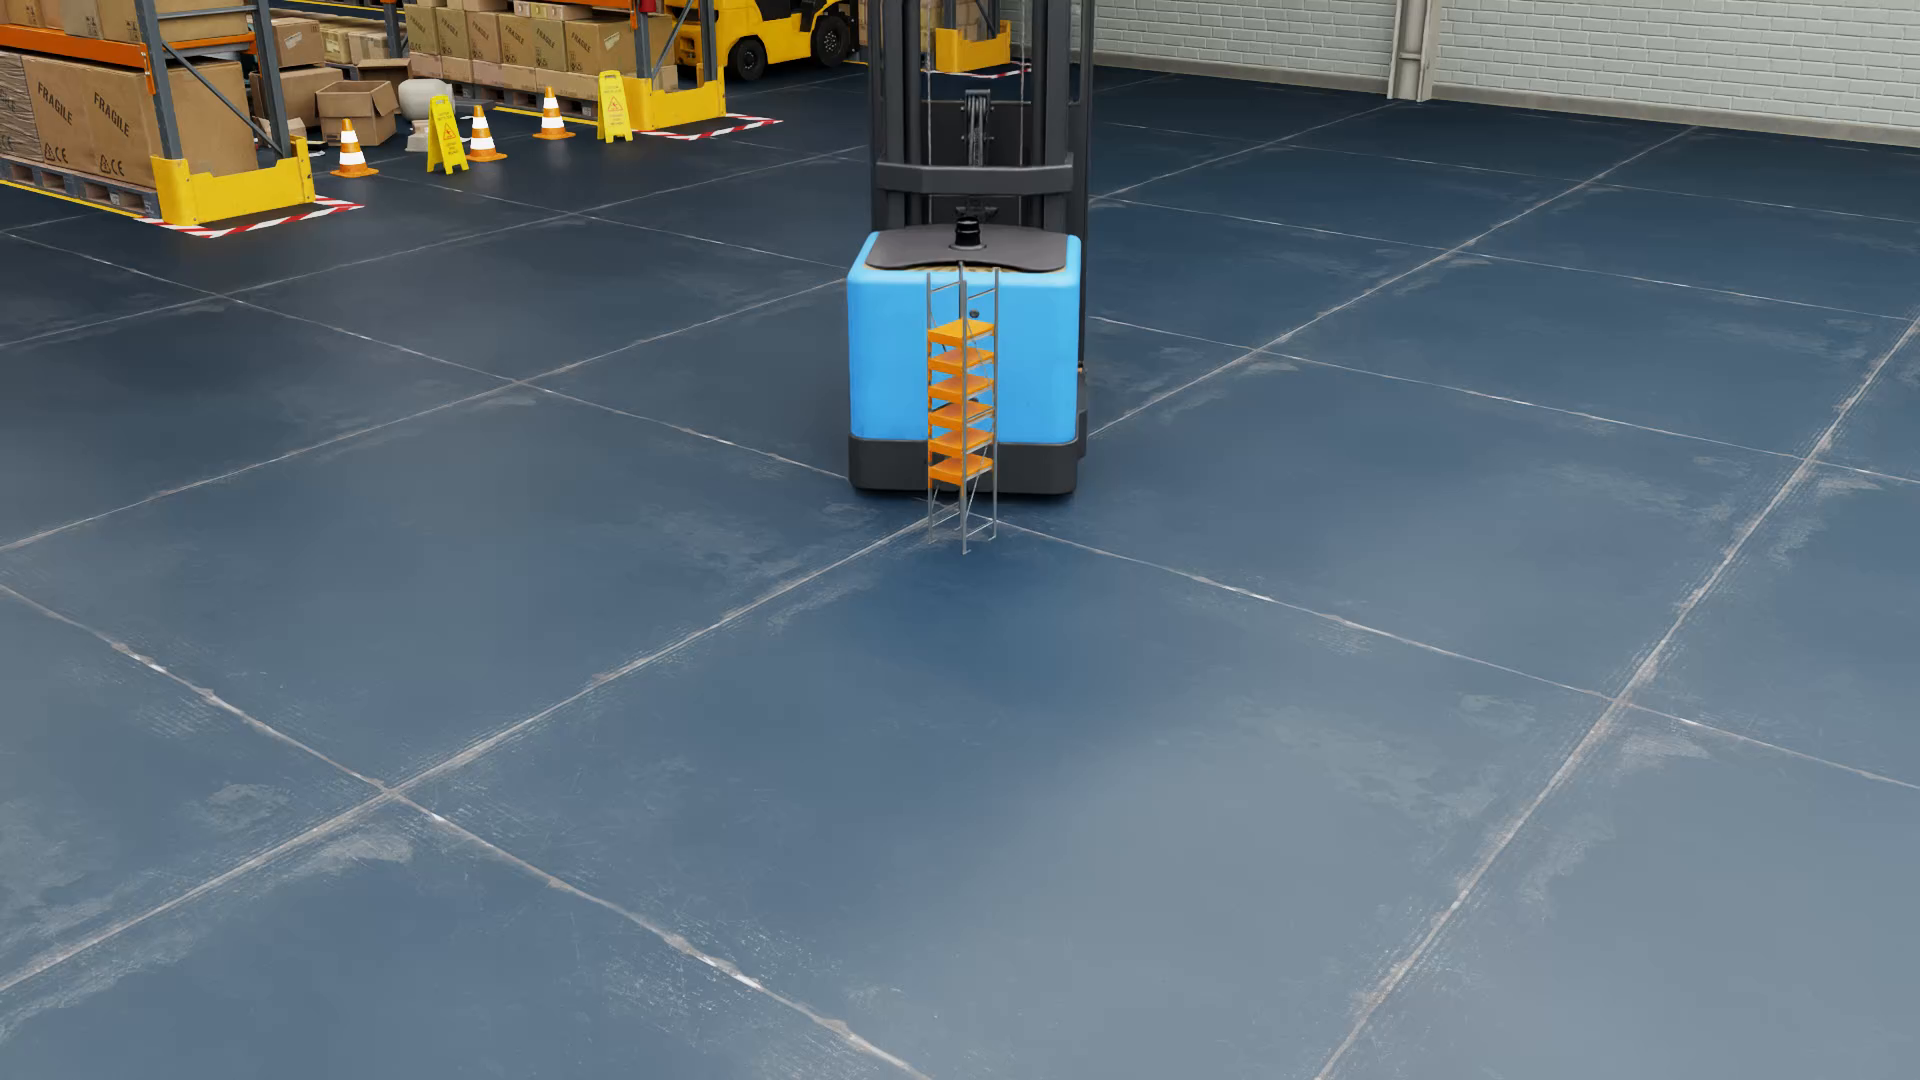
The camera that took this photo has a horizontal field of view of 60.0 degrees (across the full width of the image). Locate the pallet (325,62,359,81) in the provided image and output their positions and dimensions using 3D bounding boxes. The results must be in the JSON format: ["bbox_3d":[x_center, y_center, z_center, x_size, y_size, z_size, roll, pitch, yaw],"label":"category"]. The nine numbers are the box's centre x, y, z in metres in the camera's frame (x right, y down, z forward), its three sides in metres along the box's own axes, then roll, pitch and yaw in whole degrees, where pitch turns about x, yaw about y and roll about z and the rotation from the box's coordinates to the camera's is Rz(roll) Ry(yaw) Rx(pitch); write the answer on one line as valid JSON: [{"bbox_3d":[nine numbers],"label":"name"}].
[{"bbox_3d":[-6.650,-5.491,19.450,1.213,0.211,1.003,17,29,33],"label":"pallet"}]

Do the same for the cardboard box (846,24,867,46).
[{"bbox_3d":[-1.204,-6.407,20.960,0.500,0.250,0.500,17,29,34],"label":"cardboard box"}]

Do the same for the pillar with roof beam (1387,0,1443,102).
[{"bbox_3d":[2.351,-7.579,13.290,0.400,9.000,9.100,17,29,33],"label":"pillar with roof beam"}]

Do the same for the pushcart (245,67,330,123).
[{"bbox_3d":[-7.354,-4.631,17.293,0.936,0.377,1.648,7,25,15],"label":"pushcart"}]

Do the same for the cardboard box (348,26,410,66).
[{"bbox_3d":[-6.448,-5.694,19.192,0.625,0.372,0.950,17,29,34],"label":"cardboard box"}]

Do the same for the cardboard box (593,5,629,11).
[{"bbox_3d":[-4.696,-7.780,23.613,0.625,0.625,0.875,15,28,31],"label":"cardboard box"}]

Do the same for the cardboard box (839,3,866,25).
[{"bbox_3d":[-1.249,-6.636,20.861,0.500,0.250,0.500,16,28,32],"label":"cardboard box"}]

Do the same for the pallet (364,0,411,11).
[{"bbox_3d":[-8.781,-8.655,26.632,1.213,0.211,1.003,17,29,33],"label":"pallet"}]

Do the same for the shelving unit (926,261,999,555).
[{"bbox_3d":[0.012,-0.546,7.000,0.189,1.200,0.258,17,29,33],"label":"shelving unit"}]

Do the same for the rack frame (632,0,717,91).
[{"bbox_3d":[-2.826,-5.612,16.266,0.127,3.000,1.000,17,29,33],"label":"rack frame"}]

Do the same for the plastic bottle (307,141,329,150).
[{"bbox_3d":[-6.065,-3.689,15.548,0.283,0.061,0.133,7,25,15],"label":"plastic bottle"}]

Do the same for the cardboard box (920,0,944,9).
[{"bbox_3d":[-0.407,-6.616,20.195,0.500,0.250,0.500,18,29,35],"label":"cardboard box"}]

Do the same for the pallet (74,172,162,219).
[{"bbox_3d":[-6.400,-2.882,13.529,1.213,0.211,1.003,17,29,33],"label":"pallet"}]

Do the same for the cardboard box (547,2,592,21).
[{"bbox_3d":[-3.957,-5.362,16.855,0.250,0.149,0.380,18,29,35],"label":"cardboard box"}]

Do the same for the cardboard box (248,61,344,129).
[{"bbox_3d":[-6.503,-4.363,16.359,0.503,0.637,0.797,17,29,33],"label":"cardboard box"}]

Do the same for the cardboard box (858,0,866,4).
[{"bbox_3d":[-1.229,-6.856,20.741,0.500,0.250,0.500,17,29,34],"label":"cardboard box"}]

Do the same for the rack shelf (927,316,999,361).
[{"bbox_3d":[0.012,-0.834,6.873,0.180,0.103,0.258,17,29,33],"label":"rack shelf"}]

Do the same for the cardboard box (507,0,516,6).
[{"bbox_3d":[-4.984,-5.677,18.374,0.500,0.500,0.500,17,29,34],"label":"cardboard box"}]

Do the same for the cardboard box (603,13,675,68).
[{"bbox_3d":[-3.325,-5.178,17.242,0.500,0.500,0.500,16,28,32],"label":"cardboard box"}]

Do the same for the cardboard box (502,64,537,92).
[{"bbox_3d":[-4.466,-4.907,17.555,0.500,0.250,0.500,16,28,31],"label":"cardboard box"}]

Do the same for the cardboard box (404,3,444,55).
[{"bbox_3d":[-5.716,-5.626,18.258,0.500,0.500,0.500,18,30,36],"label":"cardboard box"}]

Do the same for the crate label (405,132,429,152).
[{"bbox_3d":[-5.003,-3.719,15.521,0.298,0.136,0.250,3,24,6],"label":"crate label"}]

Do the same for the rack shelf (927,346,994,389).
[{"bbox_3d":[0.012,-0.725,6.921,0.180,0.103,0.258,17,29,33],"label":"rack shelf"}]

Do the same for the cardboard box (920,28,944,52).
[{"bbox_3d":[-0.417,-6.159,20.399,0.500,0.250,0.500,17,29,34],"label":"cardboard box"}]

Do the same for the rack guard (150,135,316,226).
[{"bbox_3d":[-5.694,-2.840,13.076,0.348,0.500,1.175,17,29,33],"label":"rack guard"}]

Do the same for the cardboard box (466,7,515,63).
[{"bbox_3d":[-4.867,-5.375,17.687,0.500,0.500,0.500,19,30,36],"label":"cardboard box"}]

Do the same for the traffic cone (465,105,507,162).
[{"bbox_3d":[-4.337,-3.698,15.069,0.334,0.463,0.336,17,29,33],"label":"traffic cone"}]

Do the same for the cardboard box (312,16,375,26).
[{"bbox_3d":[-7.582,-6.035,19.965,0.625,0.372,0.950,18,29,35],"label":"cardboard box"}]

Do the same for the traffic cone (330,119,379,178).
[{"bbox_3d":[-5.287,-3.416,14.428,0.334,0.463,0.336,17,29,33],"label":"traffic cone"}]

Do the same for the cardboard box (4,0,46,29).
[{"bbox_3d":[-7.313,-4.550,13.672,0.500,0.550,0.875,17,29,33],"label":"cardboard box"}]

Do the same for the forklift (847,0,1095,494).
[{"bbox_3d":[0.119,-2.105,8.392,1.130,2.935,3.031,2,24,4],"label":"forklift"}]

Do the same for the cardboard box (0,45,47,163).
[{"bbox_3d":[-7.730,-3.786,14.236,0.875,0.875,0.875,17,29,34],"label":"cardboard box"}]

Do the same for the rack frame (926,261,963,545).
[{"bbox_3d":[-0.062,-0.568,7.050,0.006,1.200,0.240,17,29,33],"label":"rack frame"}]

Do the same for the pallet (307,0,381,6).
[{"bbox_3d":[-10.003,-9.006,27.428,1.213,0.211,1.003,17,29,33],"label":"pallet"}]

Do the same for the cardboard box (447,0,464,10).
[{"bbox_3d":[-5.240,-5.750,17.734,0.250,0.149,0.380,18,30,35],"label":"cardboard box"}]

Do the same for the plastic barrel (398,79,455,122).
[{"bbox_3d":[-5.387,-4.444,16.810,0.512,0.421,0.421,-5,24,-12],"label":"plastic barrel"}]

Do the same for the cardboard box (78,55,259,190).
[{"bbox_3d":[-6.296,-3.353,13.253,0.875,0.875,0.875,17,29,34],"label":"cardboard box"}]

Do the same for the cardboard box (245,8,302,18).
[{"bbox_3d":[-8.781,-6.396,20.784,0.625,0.372,0.950,15,28,30],"label":"cardboard box"}]

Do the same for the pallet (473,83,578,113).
[{"bbox_3d":[-4.487,-4.857,18.011,1.213,0.211,1.003,17,29,33],"label":"pallet"}]

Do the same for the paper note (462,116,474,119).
[{"bbox_3d":[-5.035,-4.349,17.082,0.148,0.019,0.142,7,25,15],"label":"paper note"}]

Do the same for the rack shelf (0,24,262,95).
[{"bbox_3d":[-7.314,-4.144,13.828,4.000,0.370,1.077,17,29,33],"label":"rack shelf"}]

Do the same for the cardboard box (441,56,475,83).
[{"bbox_3d":[-5.282,-5.157,18.125,0.500,0.250,0.500,19,30,36],"label":"cardboard box"}]

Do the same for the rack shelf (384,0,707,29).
[{"bbox_3d":[-4.426,-5.766,17.508,4.000,0.370,1.077,17,29,33],"label":"rack shelf"}]

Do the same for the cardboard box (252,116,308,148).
[{"bbox_3d":[-6.434,-3.885,15.737,0.396,0.266,0.258,-21,31,-39],"label":"cardboard box"}]

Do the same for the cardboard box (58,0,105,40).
[{"bbox_3d":[-6.491,-4.260,13.012,0.550,0.550,0.875,17,29,33],"label":"cardboard box"}]

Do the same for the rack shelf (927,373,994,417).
[{"bbox_3d":[0.012,-0.615,6.970,0.180,0.103,0.258,17,29,33],"label":"rack shelf"}]

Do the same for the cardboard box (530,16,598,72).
[{"bbox_3d":[-4.043,-5.123,17.117,0.500,0.500,0.500,18,30,35],"label":"cardboard box"}]

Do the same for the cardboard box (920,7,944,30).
[{"bbox_3d":[-0.429,-6.393,20.310,0.500,0.250,0.500,16,29,33],"label":"cardboard box"}]

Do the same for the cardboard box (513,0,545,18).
[{"bbox_3d":[-4.366,-5.488,17.141,0.250,0.149,0.380,18,30,35],"label":"cardboard box"}]

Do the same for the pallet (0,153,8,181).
[{"bbox_3d":[-8.353,-3.472,14.869,1.213,0.211,1.003,17,29,33],"label":"pallet"}]

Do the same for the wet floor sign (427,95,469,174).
[{"bbox_3d":[-4.503,-3.544,14.494,0.232,0.644,0.267,12,26,24],"label":"wet floor sign"}]

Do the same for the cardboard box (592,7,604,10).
[{"bbox_3d":[-4.142,-5.427,17.807,0.500,0.500,0.500,17,29,34],"label":"cardboard box"}]

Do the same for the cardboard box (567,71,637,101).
[{"bbox_3d":[-3.653,-4.660,16.995,0.500,0.250,0.500,17,29,33],"label":"cardboard box"}]

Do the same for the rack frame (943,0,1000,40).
[{"bbox_3d":[0.148,-7.214,19.903,0.127,3.000,1.000,17,29,33],"label":"rack frame"}]

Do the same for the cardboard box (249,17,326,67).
[{"bbox_3d":[-7.070,-5.200,17.493,0.500,0.500,0.500,17,29,33],"label":"cardboard box"}]

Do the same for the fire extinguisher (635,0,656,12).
[{"bbox_3d":[-3.011,-5.400,15.881,0.183,0.674,0.296,17,29,33],"label":"fire extinguisher"}]

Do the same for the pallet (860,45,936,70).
[{"bbox_3d":[-0.489,-6.109,20.854,1.213,0.211,1.003,17,29,33],"label":"pallet"}]
